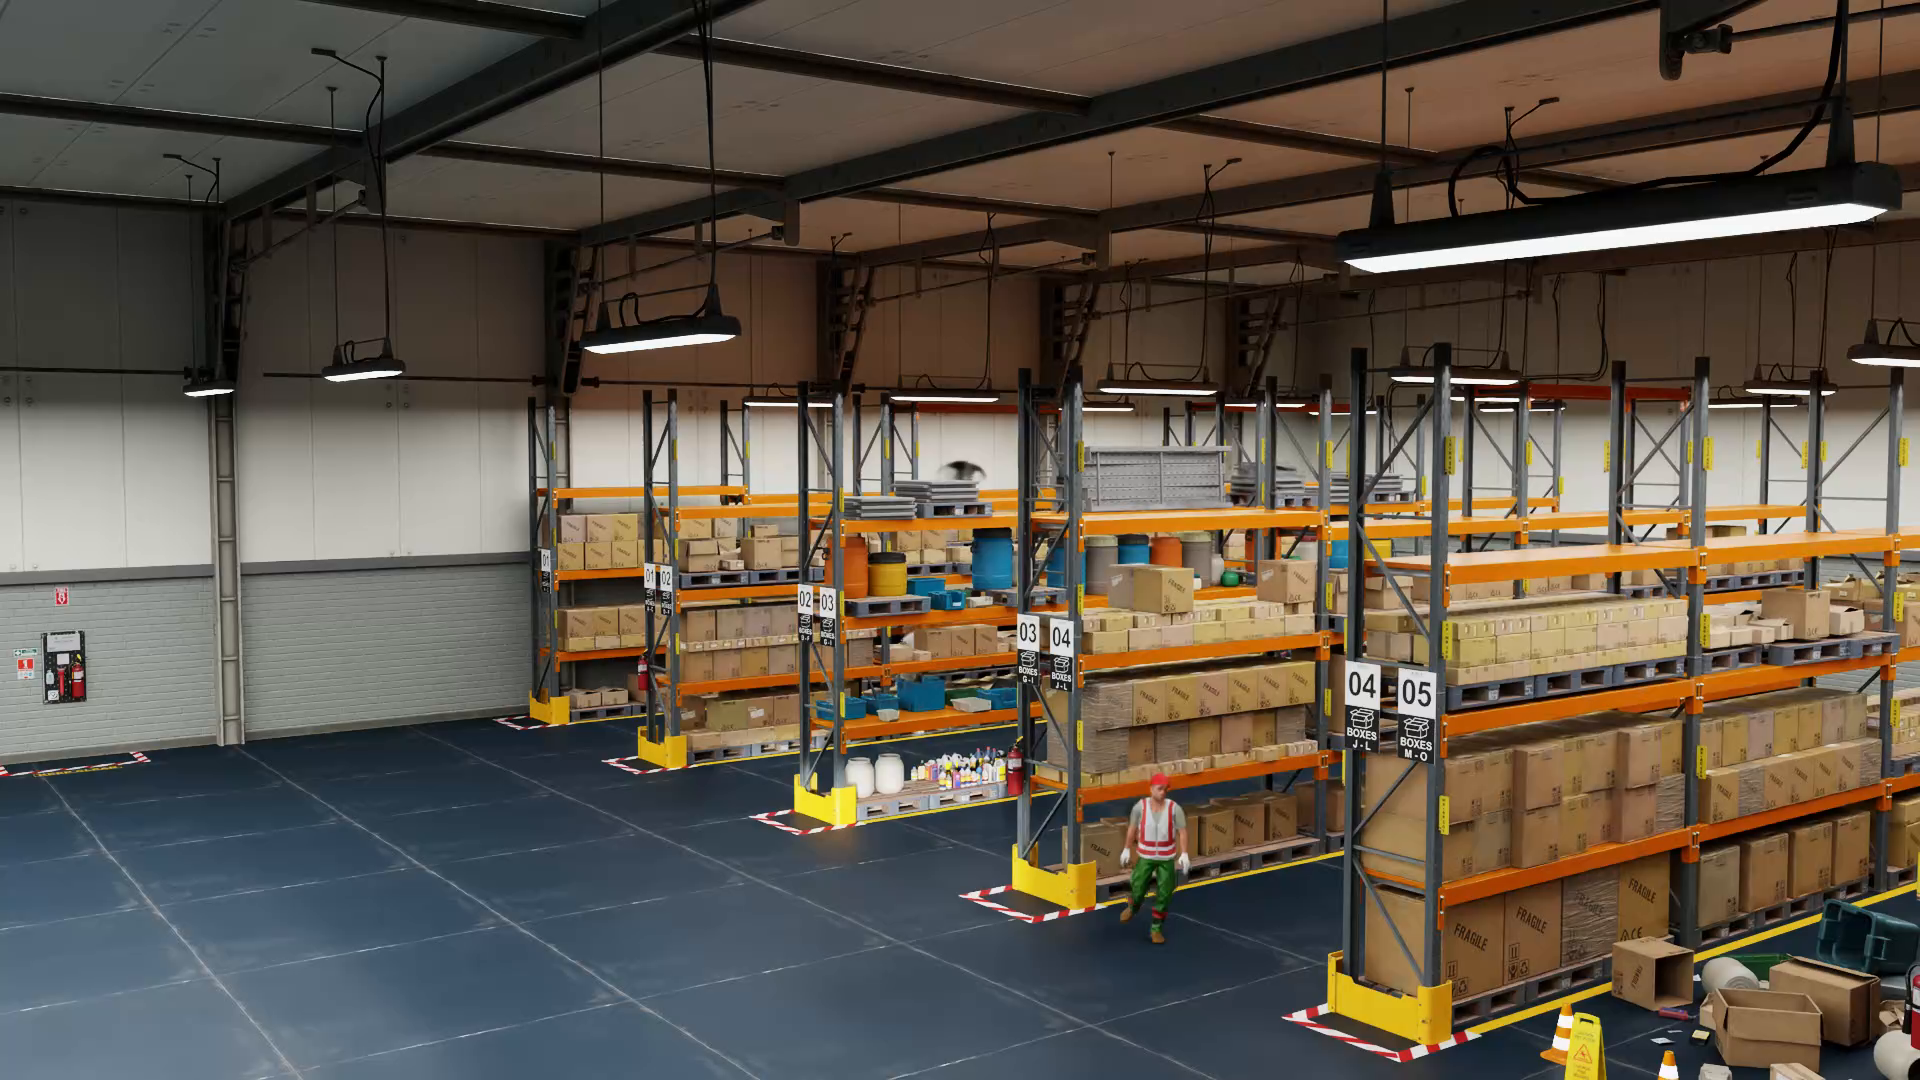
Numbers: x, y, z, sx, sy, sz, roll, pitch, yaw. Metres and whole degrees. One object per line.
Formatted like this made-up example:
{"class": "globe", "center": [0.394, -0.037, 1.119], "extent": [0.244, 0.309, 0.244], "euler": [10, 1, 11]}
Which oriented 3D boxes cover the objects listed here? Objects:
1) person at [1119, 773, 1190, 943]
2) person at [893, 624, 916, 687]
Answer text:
{"class": "person", "center": [2.011, 3.262, 17.224], "extent": [0.703, 1.757, 0.693], "euler": [0, 3, 4]}
{"class": "person", "center": [-0.947, 2.413, 31.855], "extent": [0.927, 1.730, 0.745], "euler": [-1, 3, -11]}
